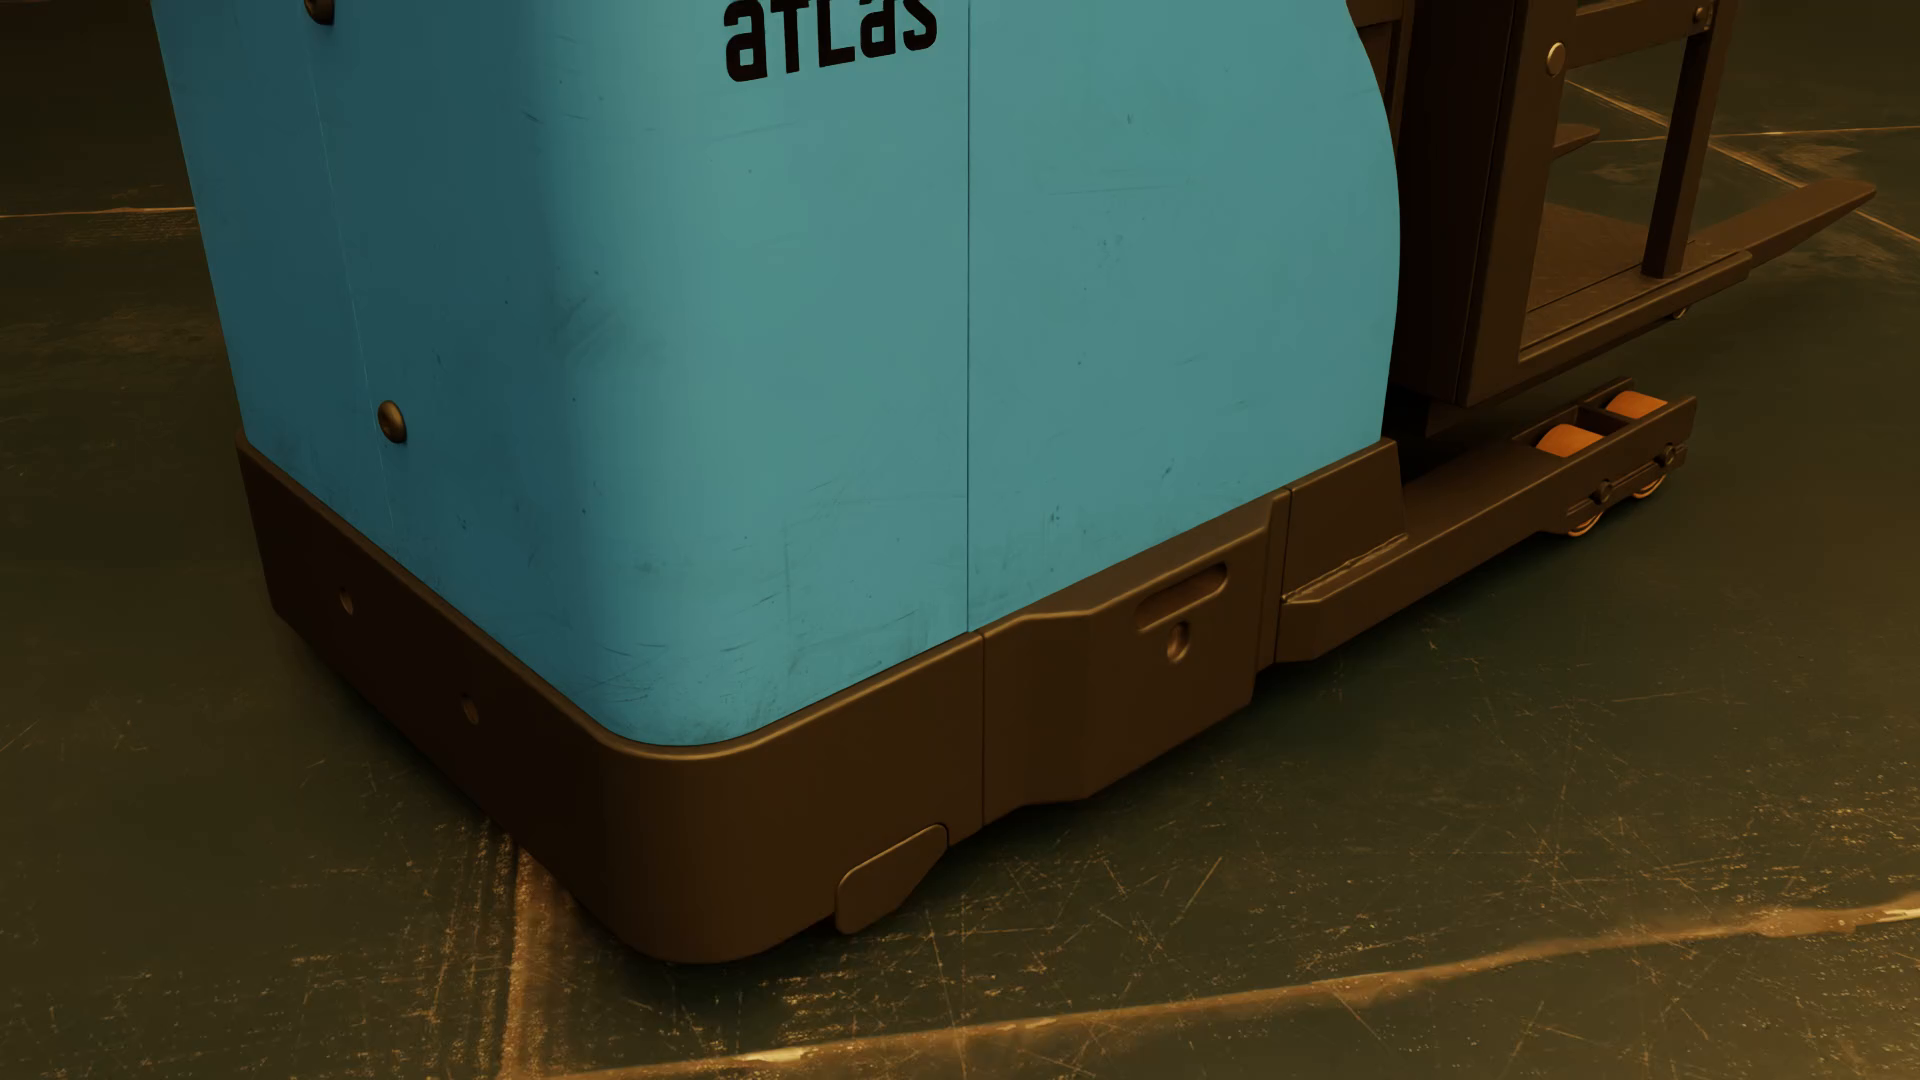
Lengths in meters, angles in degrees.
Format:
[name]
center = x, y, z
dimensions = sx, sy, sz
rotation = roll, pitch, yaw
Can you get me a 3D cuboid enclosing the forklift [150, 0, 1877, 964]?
[forklift]
center = 0.518, -1.463, 2.129
dimensions = 3.031, 2.935, 1.130
rotation = -23, 35, -36
